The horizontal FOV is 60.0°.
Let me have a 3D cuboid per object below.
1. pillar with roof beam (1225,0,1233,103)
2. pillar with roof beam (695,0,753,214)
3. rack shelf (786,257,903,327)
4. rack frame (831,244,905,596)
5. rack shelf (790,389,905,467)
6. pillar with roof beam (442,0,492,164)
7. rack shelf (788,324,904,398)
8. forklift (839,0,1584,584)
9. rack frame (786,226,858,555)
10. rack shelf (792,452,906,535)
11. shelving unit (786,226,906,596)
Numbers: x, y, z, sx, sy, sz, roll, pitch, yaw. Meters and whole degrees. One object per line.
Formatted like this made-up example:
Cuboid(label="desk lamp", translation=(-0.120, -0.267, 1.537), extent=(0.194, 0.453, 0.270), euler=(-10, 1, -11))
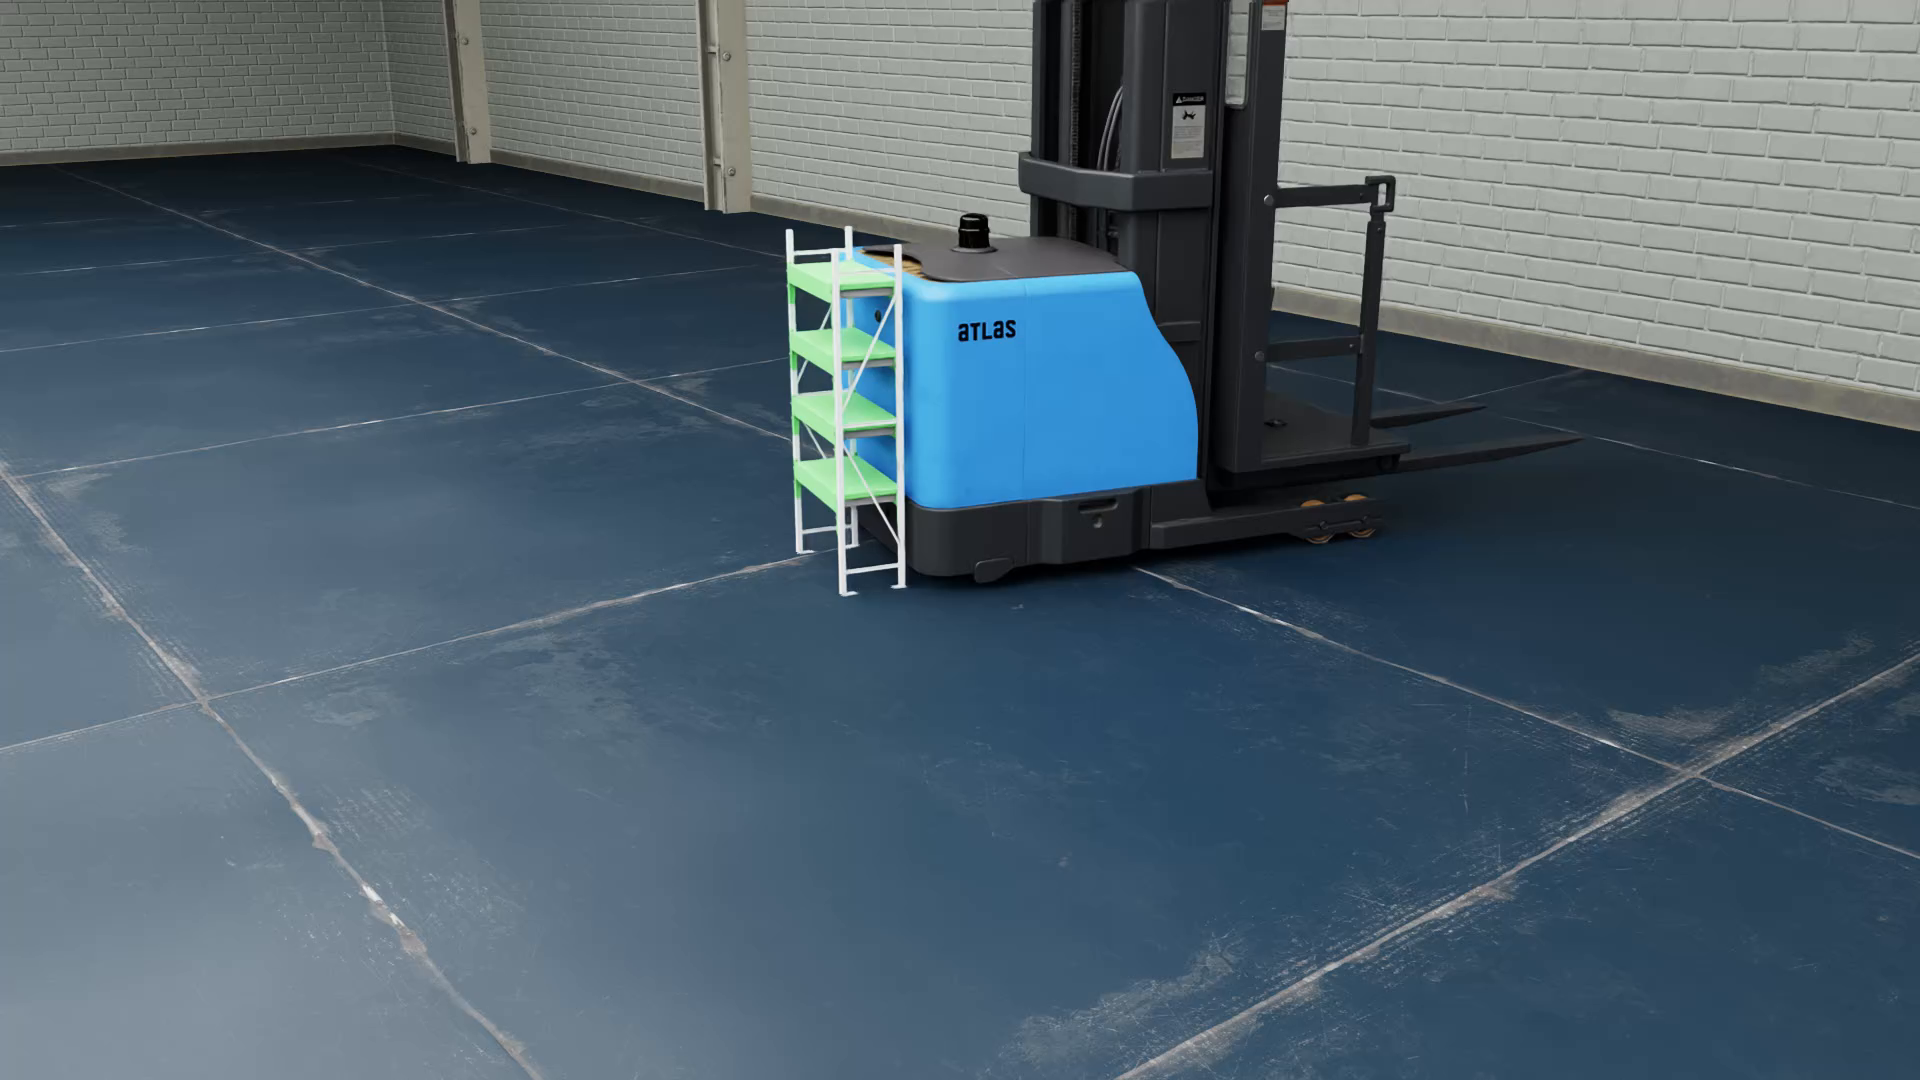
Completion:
Cuboid(label="pillar with roof beam", translation=(-1.851, -5.097, 7.441), extent=(9.100, 9.000, 0.400), euler=(-14, 23, -36))
Cuboid(label="pillar with roof beam", translation=(-5.577, -6.576, 11.906), extent=(9.100, 9.000, 0.400), euler=(-14, 23, -36))
Cuboid(label="rack shelf", translation=(-0.402, -0.856, 5.715), extent=(0.258, 0.148, 0.480), euler=(-8, 20, -22))
Cuboid(label="rack frame", translation=(-0.306, -0.390, 5.633), extent=(0.240, 1.200, 0.015), euler=(-8, 20, -22))
Cuboid(label="rack shelf", translation=(-0.402, -0.400, 5.866), extent=(0.258, 0.148, 0.480), euler=(-8, 20, -22))
Cuboid(label="pillar with roof beam", translation=(-9.302, -8.054, 16.371), extent=(9.100, 9.000, 0.400), euler=(-14, 23, -36))
Cuboid(label="rack shelf", translation=(-0.402, -0.628, 5.790), extent=(0.258, 0.148, 0.480), euler=(-8, 20, -22))
Cuboid(label="forklift", translation=(1.081, -1.520, 6.291), extent=(3.031, 2.935, 1.130), euler=(-7, 20, -21))
Cuboid(label="rack frame", translation=(-0.497, -0.531, 6.059), extent=(0.240, 1.200, 0.015), euler=(-8, 20, -22))
Cuboid(label="rack shelf", translation=(-0.402, -0.172, 5.941), extent=(0.258, 0.148, 0.480), euler=(-8, 20, -22))
Cuboid(label="shelving unit", translation=(-0.402, -0.461, 5.846), extent=(0.258, 1.200, 0.503), euler=(-8, 20, -22))
